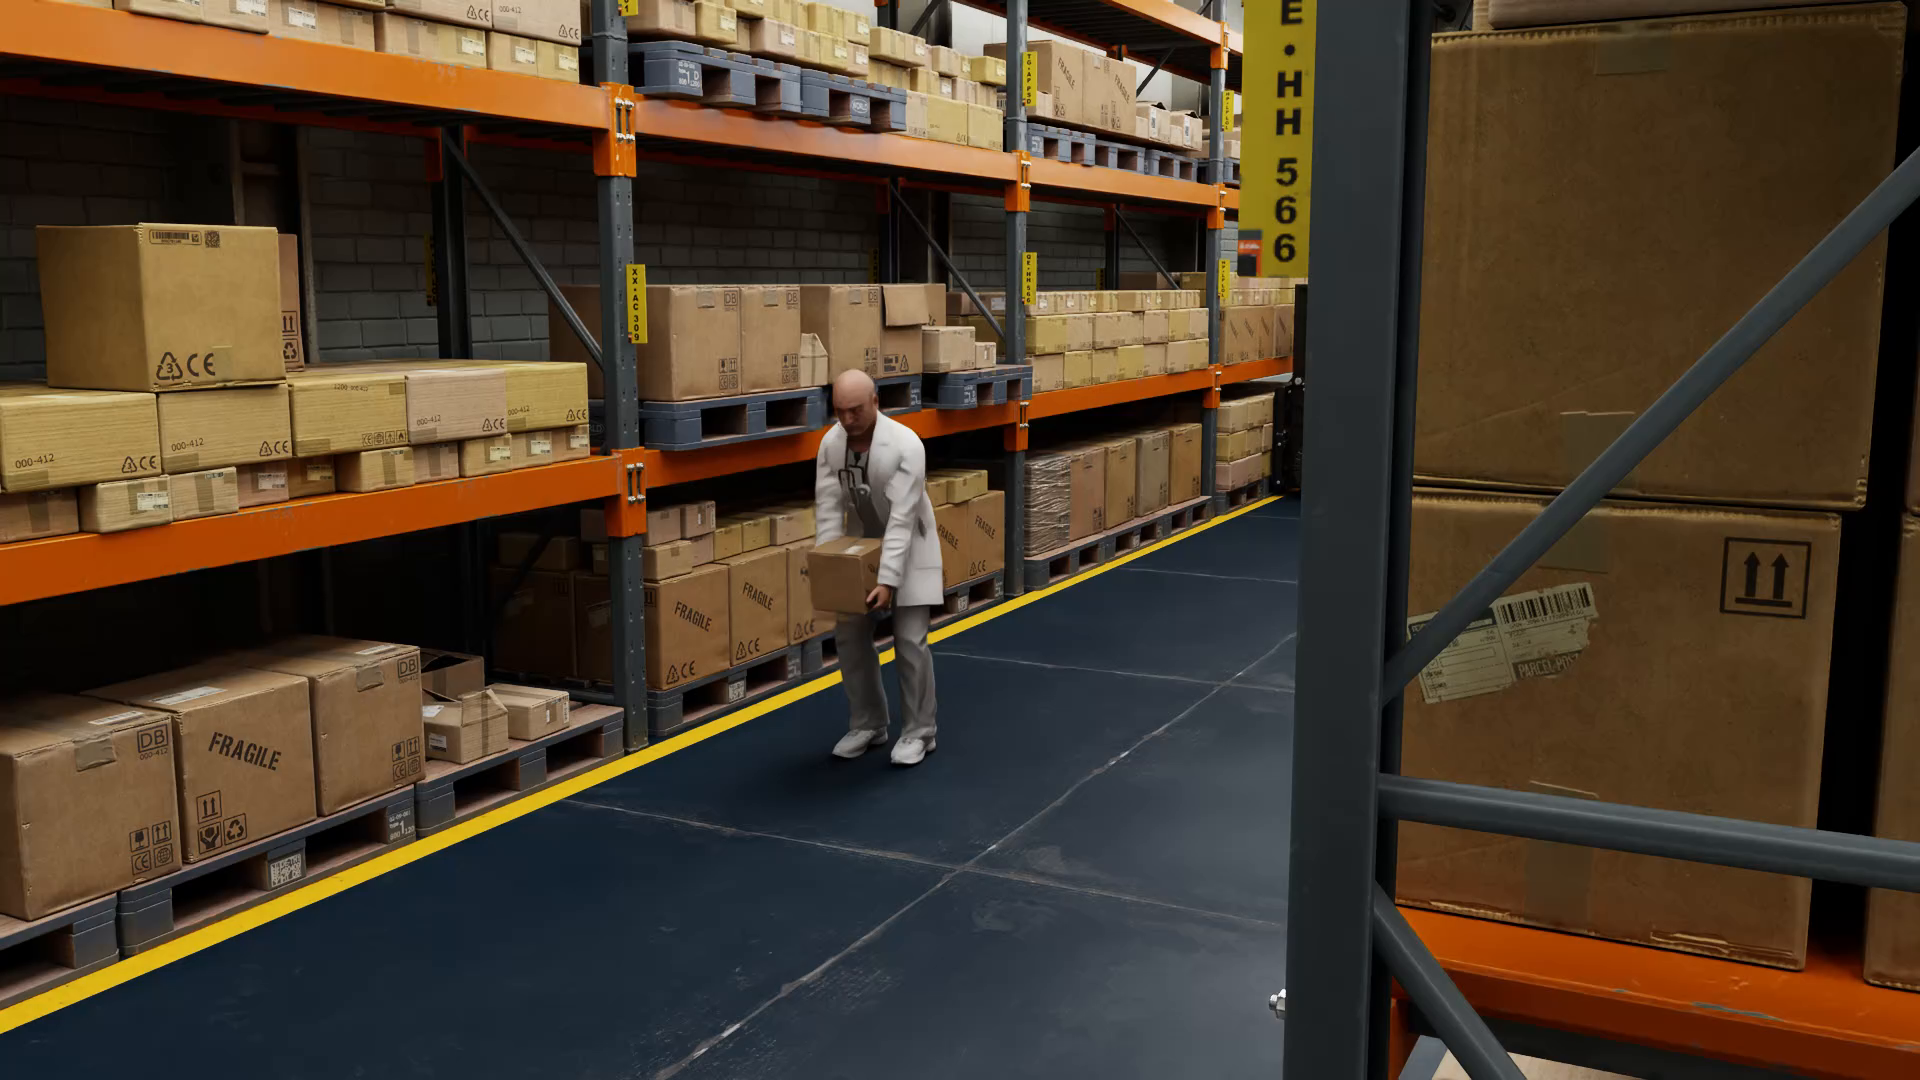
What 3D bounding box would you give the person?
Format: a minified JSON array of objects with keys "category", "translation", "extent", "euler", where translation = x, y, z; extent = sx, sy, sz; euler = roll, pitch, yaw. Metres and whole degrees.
[{"category":"person","translation":[-0.371,0.115,7.015],"extent":[0.517,1.680,0.621],"euler":[4,10,25]}]
